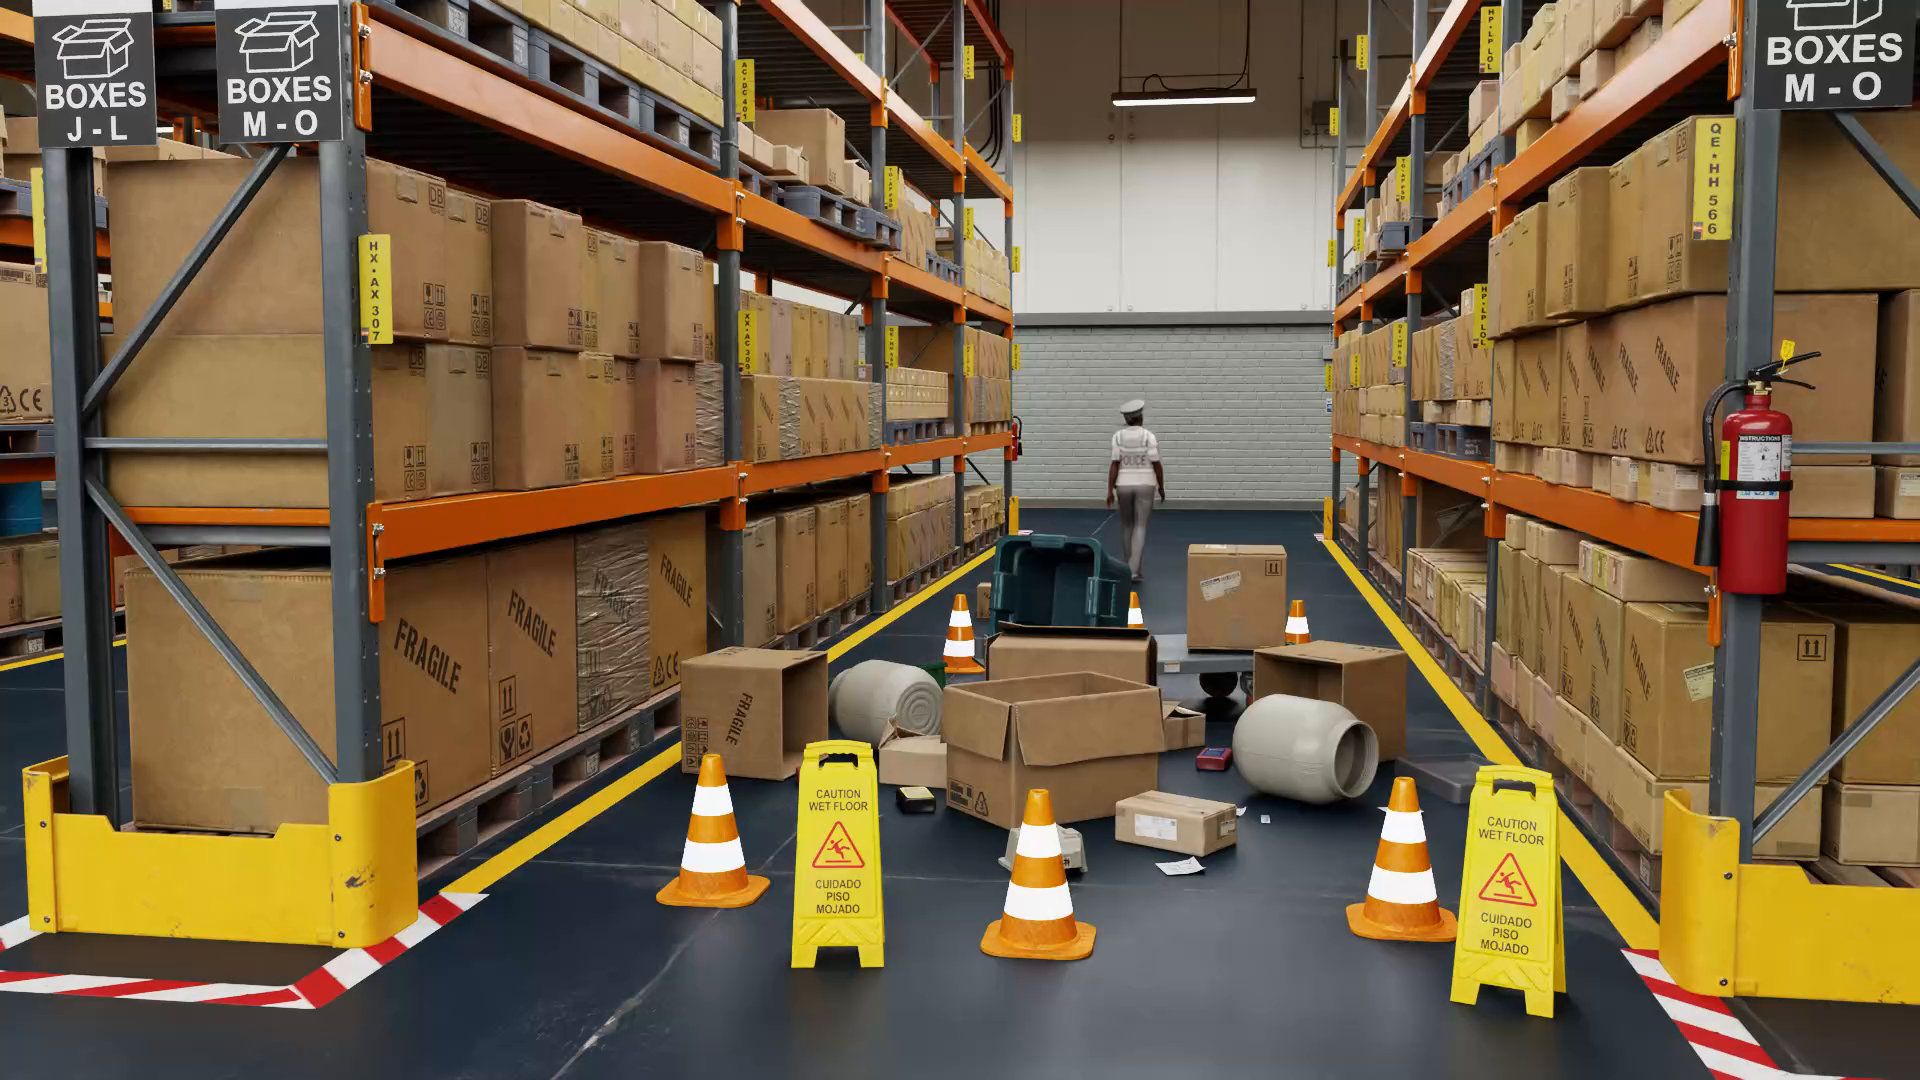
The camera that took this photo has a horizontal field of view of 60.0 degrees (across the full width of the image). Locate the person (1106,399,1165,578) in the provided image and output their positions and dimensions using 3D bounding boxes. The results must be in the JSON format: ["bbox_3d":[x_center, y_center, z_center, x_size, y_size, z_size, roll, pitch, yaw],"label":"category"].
[{"bbox_3d":[1.673,-0.475,15.600,0.486,1.683,0.824,2,5,22],"label":"person"}]
